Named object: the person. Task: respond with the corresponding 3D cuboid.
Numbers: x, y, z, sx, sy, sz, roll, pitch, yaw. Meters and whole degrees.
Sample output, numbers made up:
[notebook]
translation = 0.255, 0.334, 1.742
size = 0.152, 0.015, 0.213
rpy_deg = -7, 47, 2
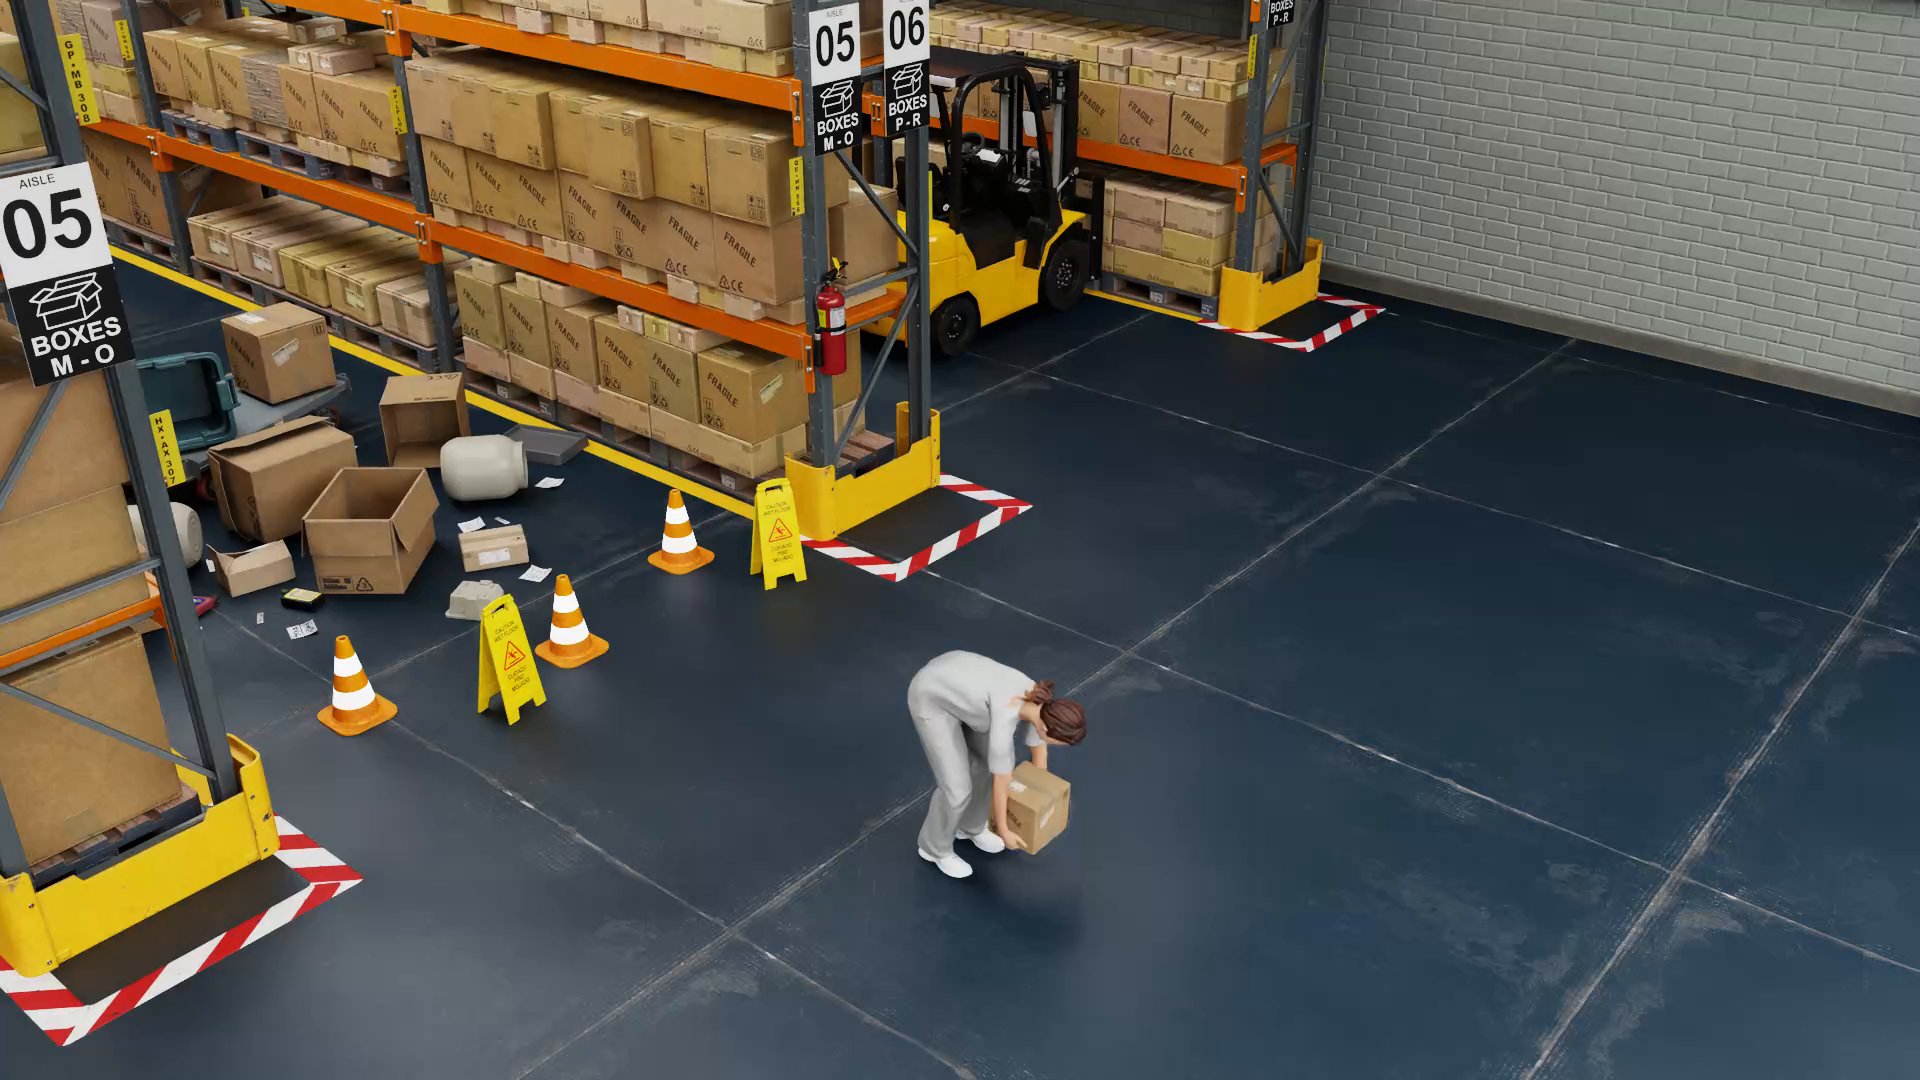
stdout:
[person]
translation = 0.170, 1.028, 7.303
size = 0.873, 1.068, 0.429
rpy_deg = 20, 33, 33
